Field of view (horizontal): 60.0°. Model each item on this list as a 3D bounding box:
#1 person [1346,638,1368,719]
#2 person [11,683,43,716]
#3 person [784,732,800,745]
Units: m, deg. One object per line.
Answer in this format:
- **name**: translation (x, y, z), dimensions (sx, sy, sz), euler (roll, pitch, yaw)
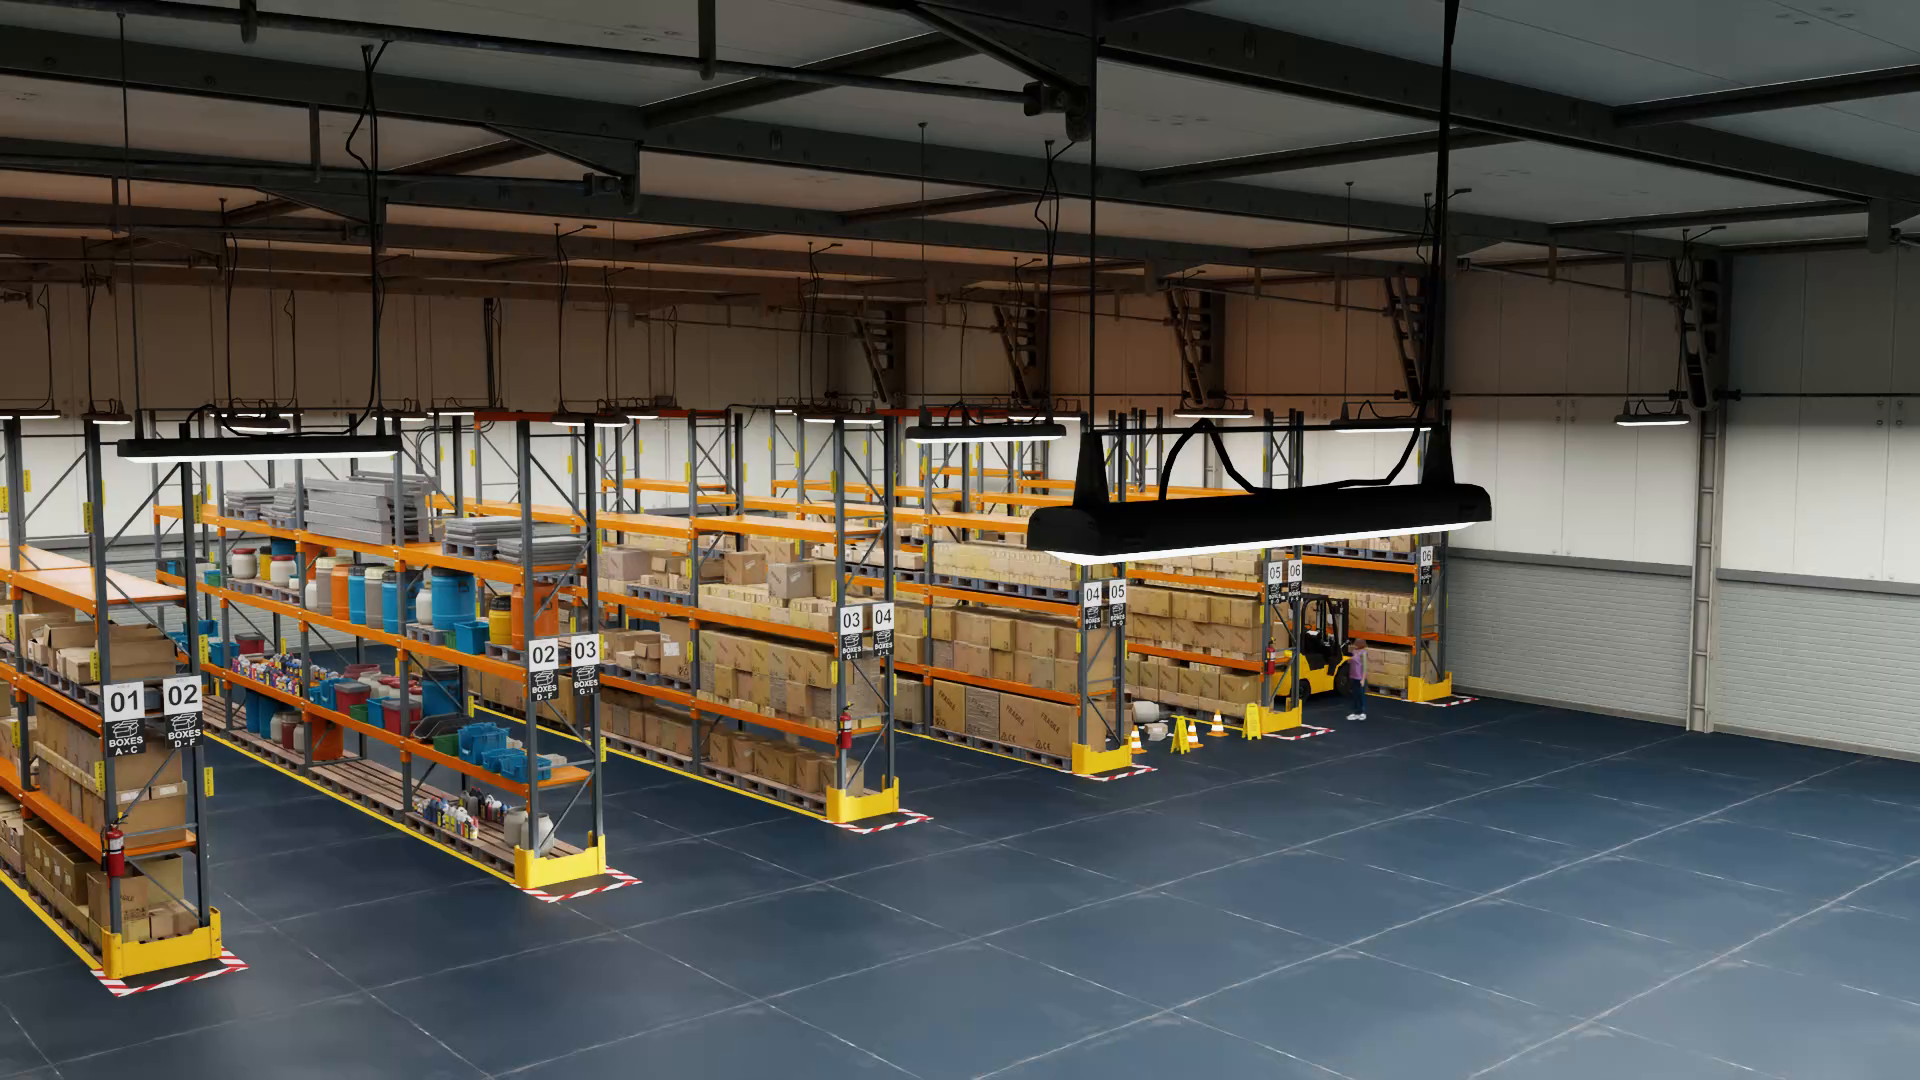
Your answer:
- **person**: translation (7.750, 2.697, 32.304), dimensions (0.373, 1.614, 0.453), euler (-3, 6, -34)
- **person**: translation (-17.238, 2.767, 30.970), dimensions (0.771, 1.762, 0.976), euler (-4, 6, -40)
- **person**: translation (-2.893, 2.934, 29.118), dimensions (0.562, 1.756, 0.704), euler (-2, 5, -21)
